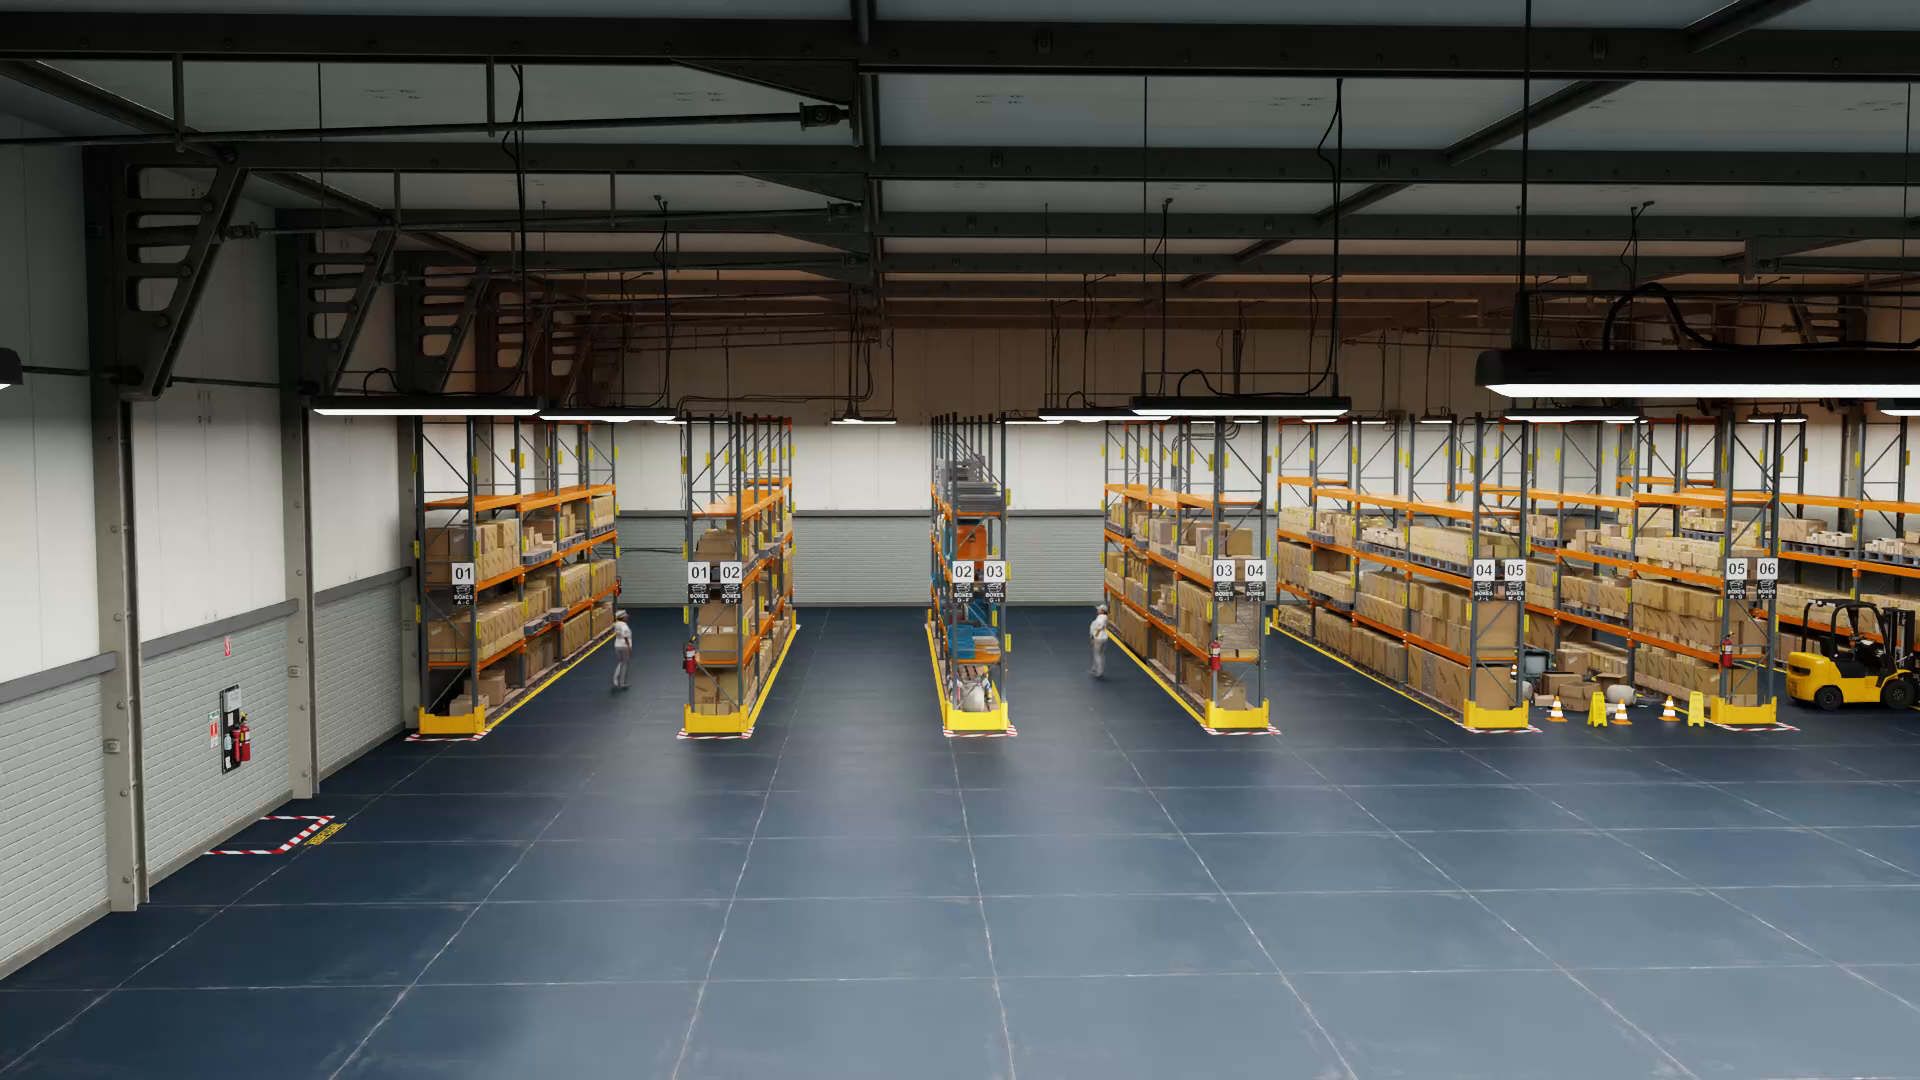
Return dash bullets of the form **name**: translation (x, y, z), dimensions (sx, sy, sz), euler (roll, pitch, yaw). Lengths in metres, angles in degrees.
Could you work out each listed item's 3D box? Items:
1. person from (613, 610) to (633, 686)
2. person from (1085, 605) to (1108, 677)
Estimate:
- **person**: translation (-7.399, 2.376, 36.590), dimensions (0.464, 1.693, 0.447), euler (3, 5, 34)
- **person**: translation (3.091, 2.313, 38.265), dimensions (0.629, 1.634, 0.501), euler (2, 5, 32)
